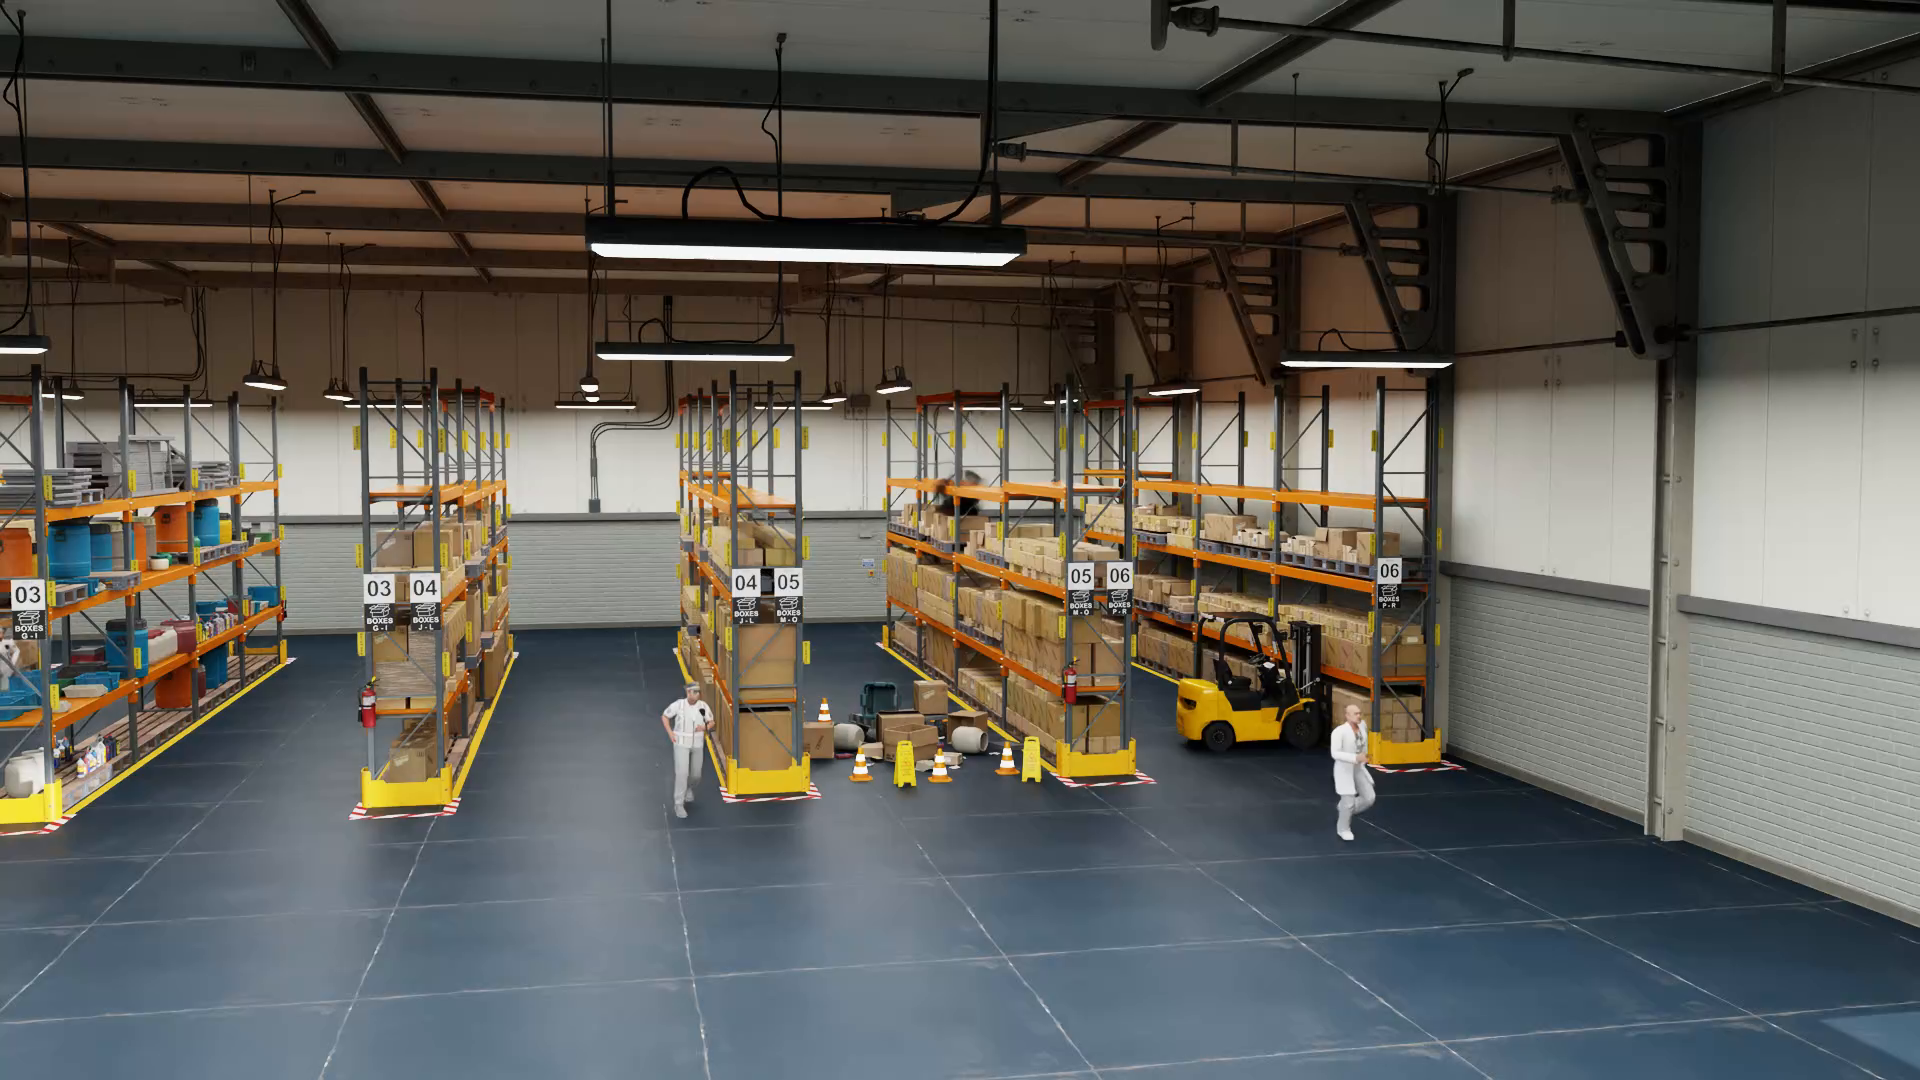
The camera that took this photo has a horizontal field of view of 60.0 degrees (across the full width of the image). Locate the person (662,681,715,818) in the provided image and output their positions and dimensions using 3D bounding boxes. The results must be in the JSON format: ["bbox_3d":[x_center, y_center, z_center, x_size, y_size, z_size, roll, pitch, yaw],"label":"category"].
[{"bbox_3d":[-3.655,2.793,22.591,0.679,1.766,0.973,-2,4,-29],"label":"person"}]

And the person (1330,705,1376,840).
[{"bbox_3d":[4.913,2.908,20.683,0.761,1.717,0.724,-2,4,-28],"label":"person"}]

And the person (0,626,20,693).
[{"bbox_3d":[-17.328,2.383,30.003,0.580,1.707,1.088,-1,4,-16],"label":"person"}]
